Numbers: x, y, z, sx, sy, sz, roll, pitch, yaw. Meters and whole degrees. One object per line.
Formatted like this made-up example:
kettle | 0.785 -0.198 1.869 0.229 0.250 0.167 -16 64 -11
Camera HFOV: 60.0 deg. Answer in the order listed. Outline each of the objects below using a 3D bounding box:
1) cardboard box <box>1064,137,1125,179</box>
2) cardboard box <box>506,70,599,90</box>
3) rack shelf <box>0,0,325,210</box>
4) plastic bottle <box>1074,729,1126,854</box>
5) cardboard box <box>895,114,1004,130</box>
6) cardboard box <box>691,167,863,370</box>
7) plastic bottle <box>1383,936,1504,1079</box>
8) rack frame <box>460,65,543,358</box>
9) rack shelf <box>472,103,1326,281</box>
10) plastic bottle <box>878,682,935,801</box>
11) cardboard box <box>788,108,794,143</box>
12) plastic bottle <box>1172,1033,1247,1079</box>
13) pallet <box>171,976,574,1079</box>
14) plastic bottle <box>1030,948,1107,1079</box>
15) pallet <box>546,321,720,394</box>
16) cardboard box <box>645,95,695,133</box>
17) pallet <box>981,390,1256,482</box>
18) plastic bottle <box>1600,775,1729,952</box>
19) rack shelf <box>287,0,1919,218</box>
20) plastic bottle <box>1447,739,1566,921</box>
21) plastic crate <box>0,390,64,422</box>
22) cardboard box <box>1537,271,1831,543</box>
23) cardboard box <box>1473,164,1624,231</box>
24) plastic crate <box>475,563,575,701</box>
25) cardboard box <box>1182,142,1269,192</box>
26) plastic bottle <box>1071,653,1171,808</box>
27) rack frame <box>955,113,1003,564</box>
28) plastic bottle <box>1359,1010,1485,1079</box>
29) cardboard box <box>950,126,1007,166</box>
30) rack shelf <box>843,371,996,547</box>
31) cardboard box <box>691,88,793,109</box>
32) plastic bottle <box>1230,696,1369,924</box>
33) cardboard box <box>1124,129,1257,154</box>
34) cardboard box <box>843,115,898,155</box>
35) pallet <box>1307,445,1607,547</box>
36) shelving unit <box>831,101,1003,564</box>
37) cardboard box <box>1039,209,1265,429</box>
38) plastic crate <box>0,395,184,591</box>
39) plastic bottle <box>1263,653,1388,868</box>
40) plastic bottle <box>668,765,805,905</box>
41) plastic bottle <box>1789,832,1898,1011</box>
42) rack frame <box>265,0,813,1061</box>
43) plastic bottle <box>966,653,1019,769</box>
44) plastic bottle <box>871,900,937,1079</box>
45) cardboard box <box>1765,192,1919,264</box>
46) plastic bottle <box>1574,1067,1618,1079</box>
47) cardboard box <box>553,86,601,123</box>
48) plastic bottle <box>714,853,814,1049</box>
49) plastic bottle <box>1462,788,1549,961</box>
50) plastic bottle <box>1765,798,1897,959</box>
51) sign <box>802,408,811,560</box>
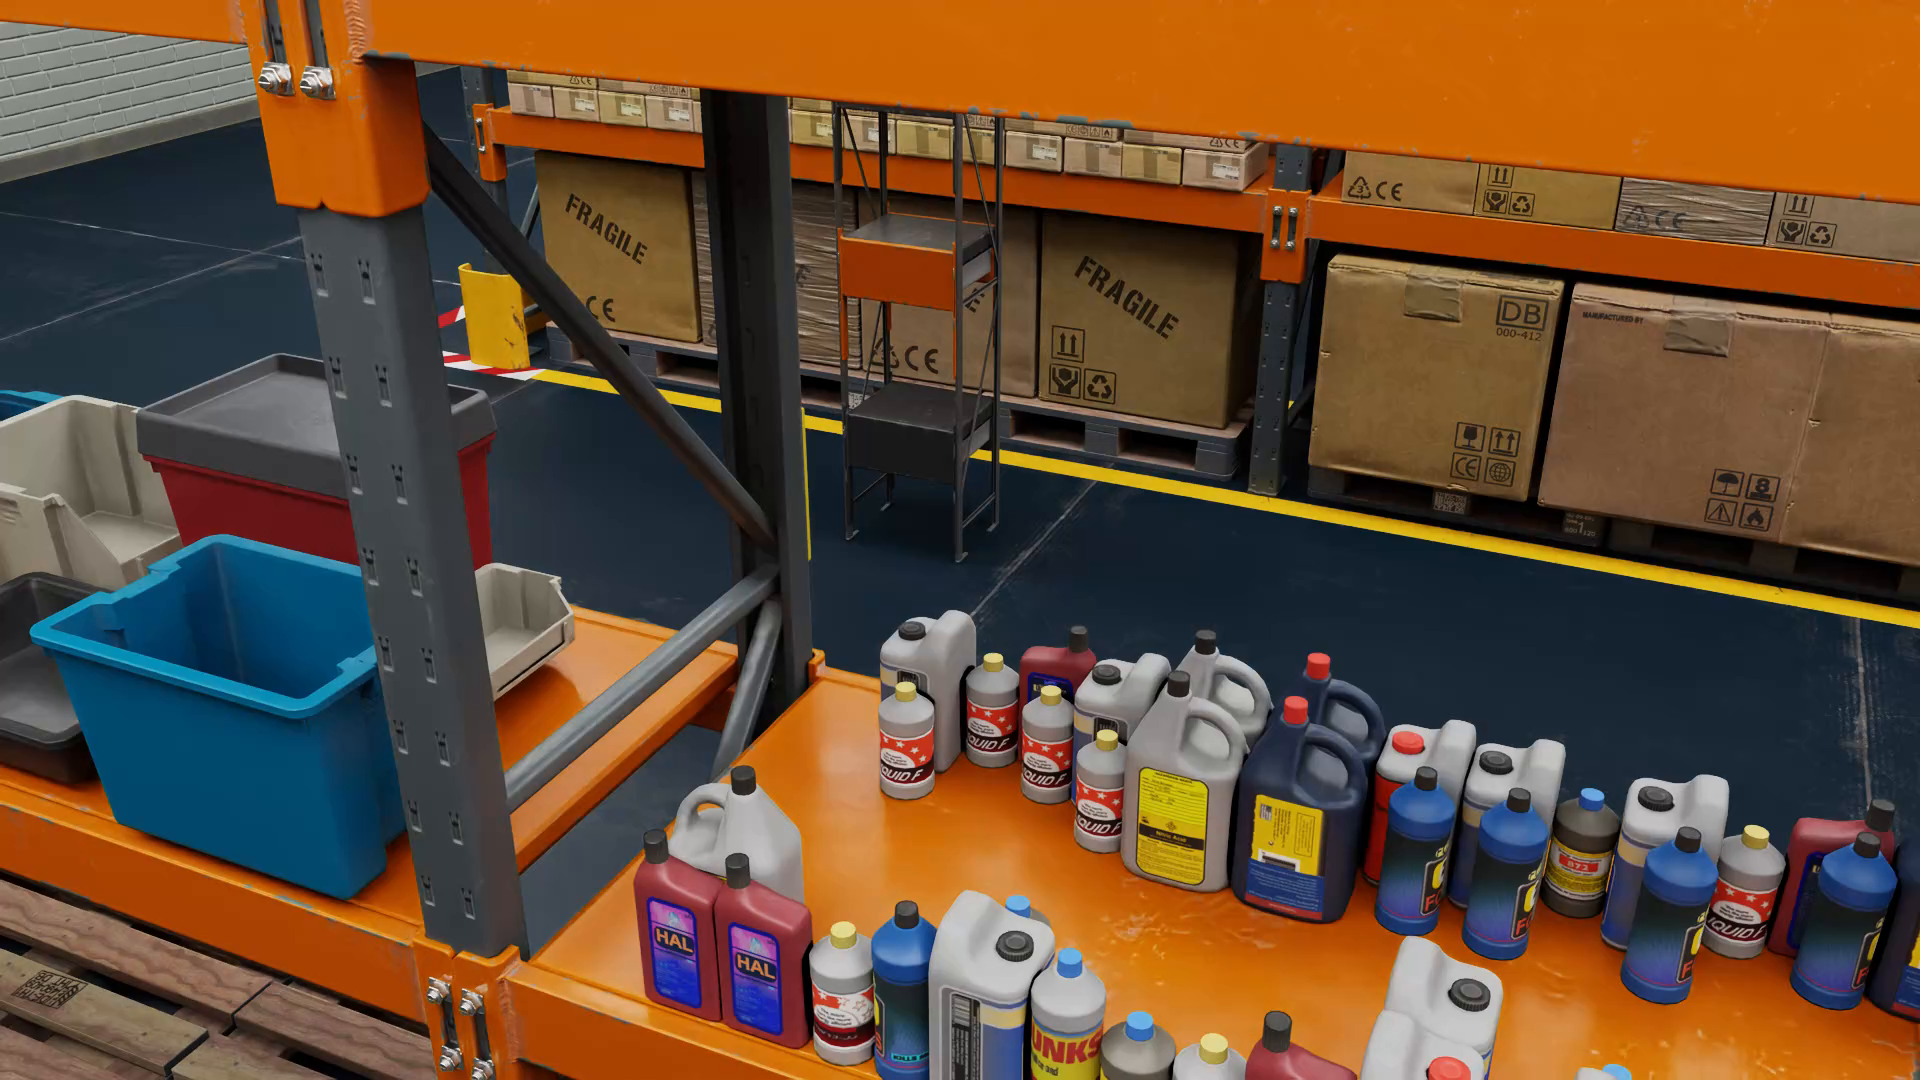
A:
cardboard box | 0.618 -1.640 6.970 0.250 0.149 0.380 11 28 21
cardboard box | -1.817 -2.336 7.933 0.500 0.250 0.500 11 28 20
rack shelf | -2.371 -1.132 3.072 4.000 0.370 1.077 11 28 22
plastic bottle | 0.240 0.408 2.750 0.097 0.201 0.097 0 26 0
cardboard box | 0.052 -1.963 7.175 0.500 0.250 0.500 12 29 23
cardboard box | -0.698 -1.450 8.230 0.875 0.875 0.875 11 28 22
plastic bottle | 0.619 0.658 2.158 0.135 0.276 0.152 11 28 22
rack frame | -2.142 -2.467 8.364 0.127 3.000 1.000 11 28 22
rack shelf | -0.321 -1.778 7.780 4.000 0.370 1.077 11 28 22
plastic bottle | -0.093 0.341 2.886 0.097 0.201 0.097 0 26 0
cardboard box | -0.784 -1.922 7.542 0.250 0.149 0.380 11 28 21
plastic bottle | 0.317 0.718 2.121 0.097 0.201 0.097 0 26 0
pallet | -1.236 1.389 3.691 1.213 0.211 1.003 11 28 22
plastic bottle | 0.140 0.651 2.177 0.097 0.271 0.097 0 26 0
pallet | -1.381 -1.101 8.747 1.213 0.211 1.003 11 28 22
cardboard box | -1.250 -2.016 7.733 0.250 0.149 0.380 11 28 21
pallet | 0.840 -0.655 7.841 1.213 0.211 1.003 11 28 22
plastic bottle | 1.067 0.480 2.519 0.135 0.276 0.152 11 28 22
rack shelf | 1.270 -0.401 1.587 4.000 0.370 1.077 11 28 22
plastic bottle | 0.856 0.438 2.605 0.135 0.276 0.152 11 28 22
plastic crate | -2.216 -0.154 3.789 0.300 0.233 0.416 11 28 22
cardboard box | 2.904 -0.698 6.702 0.875 0.875 1.225 10 28 20
cardboard box | 2.273 -1.504 6.295 0.500 0.500 0.500 11 28 22
plastic crate | -0.915 0.205 3.168 0.243 0.136 0.396 11 28 22
cardboard box | 1.086 -1.546 6.780 0.250 0.149 0.380 12 28 22
plastic bottle | 0.274 0.321 2.843 0.135 0.276 0.152 11 28 22
rack frame | 0.071 -0.928 6.257 0.015 2.100 0.400 11 28 22
plastic bottle | 0.556 0.719 2.034 0.135 0.276 0.152 11 28 22
cardboard box | 0.149 -1.734 7.161 0.250 0.149 0.380 12 29 23
rack shelf | -0.151 -0.332 6.663 0.480 0.518 0.431 11 28 22
cardboard box | -0.885 -2.151 7.555 0.500 0.250 0.500 10 28 20
plastic bottle | 0.530 0.407 2.584 0.185 0.351 0.144 11 28 22
cardboard box | 0.989 -1.777 6.795 0.500 0.250 0.500 11 28 21
cardboard box | -0.315 -1.828 7.352 0.250 0.149 0.380 12 29 23
pallet | 2.233 -0.373 7.269 1.213 0.211 1.003 11 28 22
shelving unit | -0.151 -0.972 6.348 0.503 2.100 0.431 11 28 22
cardboard box | 0.932 -1.123 7.565 0.875 0.875 0.875 11 28 22
plastic crate | -1.865 -0.071 3.564 0.530 0.282 0.437 11 28 22
plastic bottle | 0.590 0.349 2.701 0.185 0.351 0.144 11 28 22
plastic bottle | -0.328 0.481 2.434 0.185 0.351 0.144 11 28 22
plastic bottle | 1.280 0.541 2.400 0.097 0.271 0.097 0 26 0
rack frame | -0.549 0.255 2.836 0.053 2.616 0.949 11 28 22
plastic bottle | 0.059 0.298 2.974 0.097 0.201 0.097 0 26 0
plastic bottle | -0.071 0.609 2.264 0.097 0.271 0.097 0 26 0
cardboard box | 3.201 -1.320 5.921 0.500 0.500 0.500 12 29 23
plastic bottle | 0.767 0.762 1.948 0.135 0.276 0.152 11 28 22
cardboard box | -1.721 -2.110 7.924 0.250 0.149 0.380 11 28 21
plastic bottle | -0.272 0.572 2.325 0.133 0.283 0.061 11 28 22
plastic bottle | 0.821 0.493 2.498 0.097 0.271 0.097 0 26 0
plastic bottle | 1.297 0.501 2.469 0.133 0.283 0.061 11 28 22
sign | -0.321 -0.089 3.221 0.005 0.325 0.100 11 28 22
